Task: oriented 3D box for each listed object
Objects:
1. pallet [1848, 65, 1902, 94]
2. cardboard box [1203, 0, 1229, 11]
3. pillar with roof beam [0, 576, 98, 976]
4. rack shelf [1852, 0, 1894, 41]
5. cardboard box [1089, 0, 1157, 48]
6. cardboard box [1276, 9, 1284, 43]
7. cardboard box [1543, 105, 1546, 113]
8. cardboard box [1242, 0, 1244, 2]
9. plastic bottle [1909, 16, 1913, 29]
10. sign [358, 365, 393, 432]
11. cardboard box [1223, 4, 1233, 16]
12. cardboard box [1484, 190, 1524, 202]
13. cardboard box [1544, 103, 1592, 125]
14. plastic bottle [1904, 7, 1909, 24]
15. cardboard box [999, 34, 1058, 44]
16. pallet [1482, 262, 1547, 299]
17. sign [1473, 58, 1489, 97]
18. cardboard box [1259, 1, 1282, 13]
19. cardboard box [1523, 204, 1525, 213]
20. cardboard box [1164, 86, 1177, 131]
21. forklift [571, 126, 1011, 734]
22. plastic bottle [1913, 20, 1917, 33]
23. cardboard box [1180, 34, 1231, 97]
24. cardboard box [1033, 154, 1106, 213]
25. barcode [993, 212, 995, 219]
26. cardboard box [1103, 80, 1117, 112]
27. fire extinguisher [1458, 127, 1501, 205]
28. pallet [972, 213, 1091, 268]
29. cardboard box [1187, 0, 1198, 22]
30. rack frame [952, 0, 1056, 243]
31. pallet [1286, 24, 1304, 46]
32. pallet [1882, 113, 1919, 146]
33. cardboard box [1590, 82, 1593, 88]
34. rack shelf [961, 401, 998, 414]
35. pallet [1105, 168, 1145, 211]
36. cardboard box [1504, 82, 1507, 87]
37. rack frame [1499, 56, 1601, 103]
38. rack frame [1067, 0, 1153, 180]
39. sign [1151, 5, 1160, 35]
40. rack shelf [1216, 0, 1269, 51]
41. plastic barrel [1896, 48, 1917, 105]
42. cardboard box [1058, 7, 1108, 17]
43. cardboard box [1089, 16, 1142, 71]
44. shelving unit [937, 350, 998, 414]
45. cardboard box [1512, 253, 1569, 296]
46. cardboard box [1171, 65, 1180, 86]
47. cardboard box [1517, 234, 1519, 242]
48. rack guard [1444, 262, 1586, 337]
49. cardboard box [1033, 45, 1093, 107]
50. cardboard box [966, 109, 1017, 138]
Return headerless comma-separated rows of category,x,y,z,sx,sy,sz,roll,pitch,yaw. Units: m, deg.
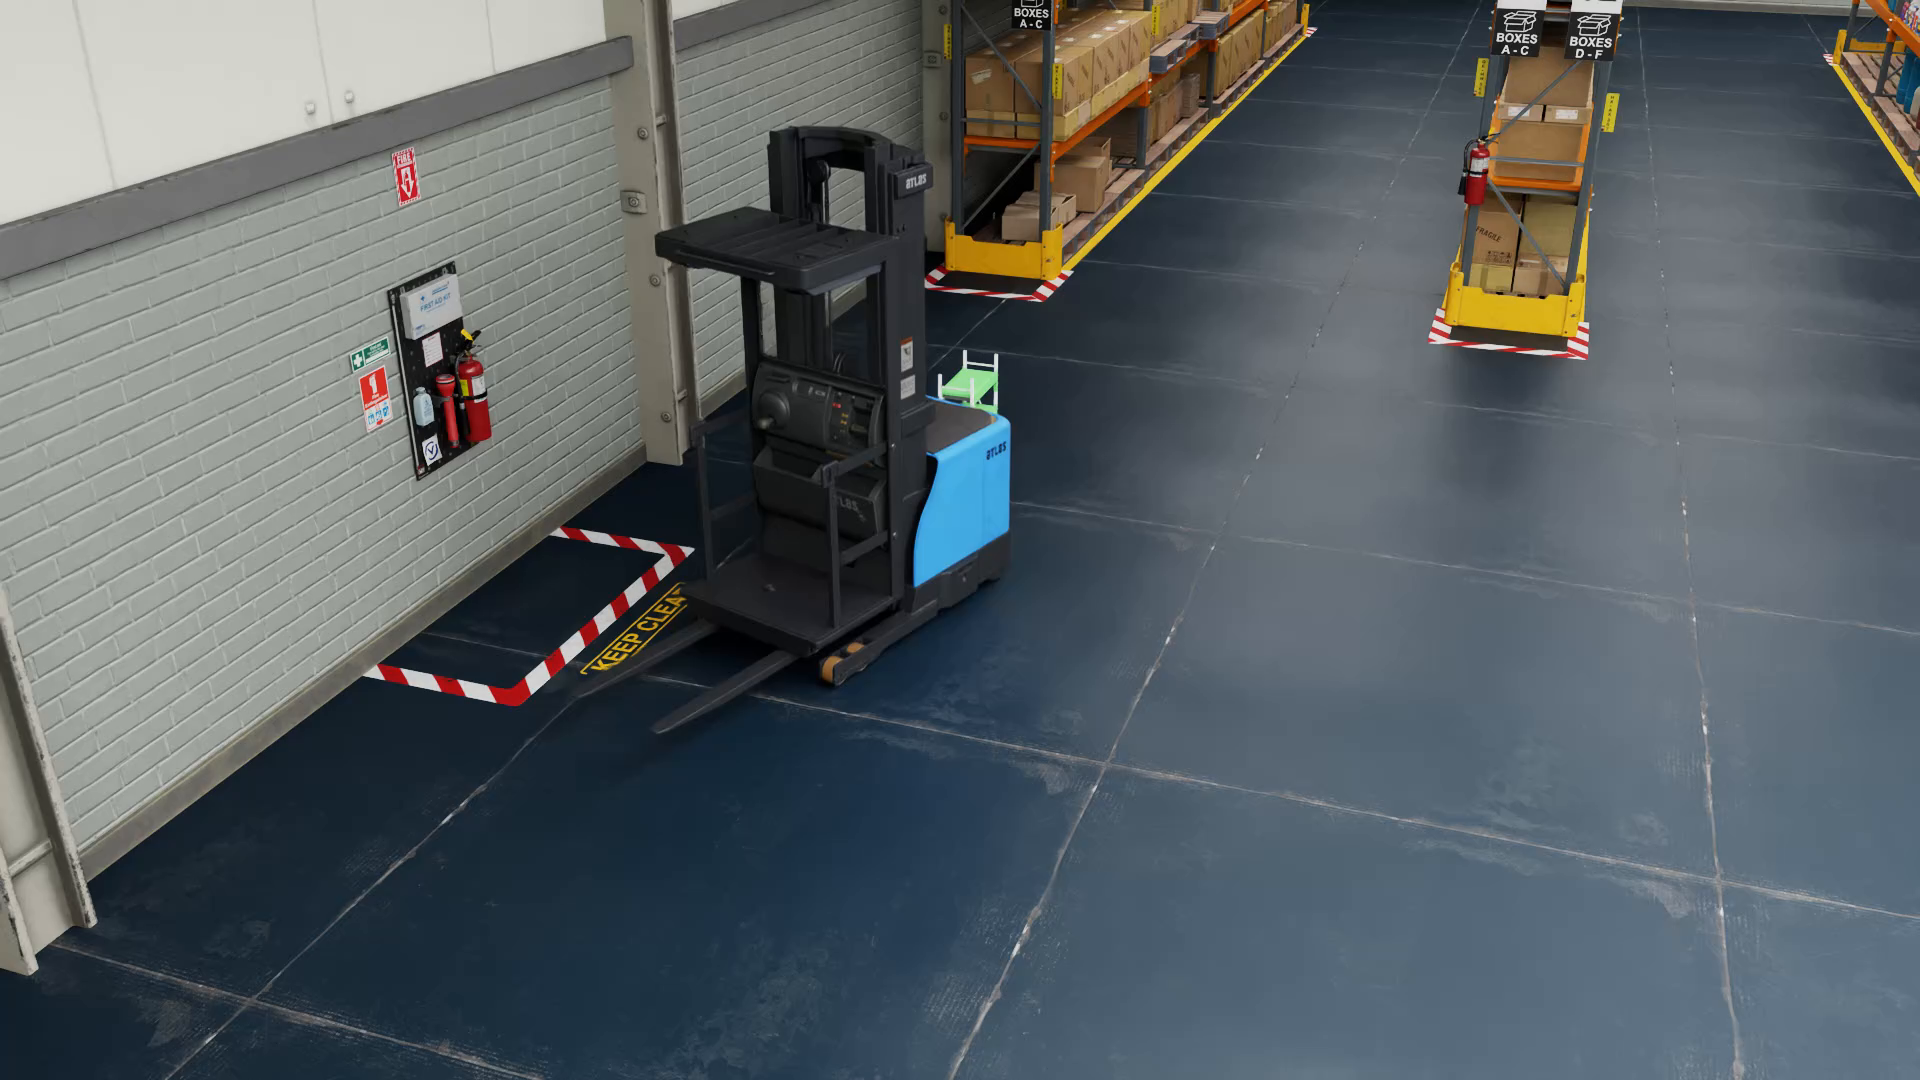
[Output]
pallet,14.359,-7.110,25.692,1.003,0.211,1.213,9,27,17
cardboard box,3.476,-7.697,23.226,0.500,0.500,0.500,10,27,19
pillar with roof beam,-0.106,-1.617,4.263,9.100,9.000,0.400,9,27,17
rack shelf,14.412,-8.052,25.264,1.077,0.370,4.000,9,27,17
cardboard box,1.943,-6.150,19.891,0.700,0.500,0.500,9,27,18
cardboard box,5.093,-8.764,28.294,0.700,0.500,0.500,9,27,19
cardboard box,5.421,-3.794,15.529,0.700,0.500,0.500,9,27,19
cardboard box,4.094,-8.191,24.990,0.380,0.149,0.250,8,27,16
plastic bottle,12.982,-7.055,22.608,0.097,0.201,0.097,0,26,0
sign,-3.308,-0.800,9.420,0.001,0.329,0.234,9,27,17
cardboard box,3.661,-7.544,23.654,0.380,0.149,0.250,10,27,19
cardboard box,5.300,-3.308,16.453,0.500,0.500,0.500,9,27,17
cardboard box,5.417,-3.809,14.817,0.380,0.149,0.250,9,27,17
plastic bottle,13.124,-7.262,22.955,0.097,0.271,0.097,0,26,0
cardboard box,0.712,-4.981,17.385,0.500,0.500,0.500,8,27,16
pallet,5.298,-2.408,15.980,1.003,0.211,1.213,9,27,17
sign,4.576,-4.054,14.581,0.100,0.325,0.005,9,27,17
cardboard box,5.209,-8.968,27.972,0.380,0.149,0.250,8,27,16
cardboard box,5.974,-3.791,18.311,0.500,0.250,0.500,9,27,17
cardboard box,2.463,-5.713,21.971,0.700,0.500,0.500,9,27,17
forklift,-0.947,-0.727,9.389,1.130,2.935,3.031,18,31,32
plastic bottle,12.860,-6.905,22.298,0.097,0.201,0.097,0,26,0
cardboard box,3.441,-6.851,23.943,0.750,0.750,0.750,8,27,17
cardboard box,1.207,-3.932,18.292,0.700,0.500,0.500,7,27,14
barcode,0.354,-3.388,17.375,0.001,0.075,0.075,9,27,17
cardboard box,1.377,-4.787,17.843,0.500,0.250,0.500,9,27,18
fire extinguisher,4.606,-3.326,14.767,0.296,0.674,0.183,9,27,17
pallet,0.740,-3.164,17.543,1.003,0.211,1.213,9,27,17
cardboard box,2.765,-7.162,21.980,0.700,0.500,0.500,6,27,13
rack frame,0.411,-4.059,16.192,1.000,3.000,0.127,9,27,17
pallet,5.543,-9.039,29.677,1.003,0.211,1.213,9,27,17
pallet,13.046,-5.485,22.336,1.003,0.211,1.213,9,27,17
cardboard box,5.759,-4.234,15.693,0.380,0.149,0.250,8,27,16
rack shelf,0.055,-0.767,11.052,0.258,0.148,0.480,9,27,17
pallet,1.551,-4.167,19.614,1.003,0.211,1.213,9,27,17
cardboard box,5.287,-4.180,15.582,0.380,0.149,0.250,9,27,18
rack frame,6.414,-4.986,18.106,1.000,3.000,0.127,9,27,17
rack frame,1.742,-5.703,19.587,1.000,3.000,0.127,9,27,17
sign,2.256,-6.017,19.242,0.100,0.325,0.005,9,27,17
rack shelf,3.738,-7.845,24.836,1.077,0.370,4.000,9,27,17
plastic barrel,13.549,-6.577,23.319,0.600,0.901,0.708,9,27,17
cardboard box,1.388,-5.819,19.115,0.500,0.500,0.500,8,27,16
cardboard box,1.715,-5.537,18.532,0.500,0.500,0.500,9,27,17
shelving unit,0.055,-0.608,11.129,0.258,1.200,0.503,9,27,17
cardboard box,5.471,-2.482,15.607,0.500,0.250,0.500,9,27,17
cardboard box,2.633,-6.229,22.175,0.500,0.250,0.500,9,27,18
cardboard box,5.303,-2.970,16.615,0.500,0.250,0.500,9,27,17
rack guard,5.075,-2.207,15.235,1.175,0.500,0.348,9,27,17
cardboard box,1.027,-4.692,16.788,0.500,0.500,0.500,9,27,18
cardboard box,0.383,-4.221,16.675,0.500,0.250,0.500,9,27,18
